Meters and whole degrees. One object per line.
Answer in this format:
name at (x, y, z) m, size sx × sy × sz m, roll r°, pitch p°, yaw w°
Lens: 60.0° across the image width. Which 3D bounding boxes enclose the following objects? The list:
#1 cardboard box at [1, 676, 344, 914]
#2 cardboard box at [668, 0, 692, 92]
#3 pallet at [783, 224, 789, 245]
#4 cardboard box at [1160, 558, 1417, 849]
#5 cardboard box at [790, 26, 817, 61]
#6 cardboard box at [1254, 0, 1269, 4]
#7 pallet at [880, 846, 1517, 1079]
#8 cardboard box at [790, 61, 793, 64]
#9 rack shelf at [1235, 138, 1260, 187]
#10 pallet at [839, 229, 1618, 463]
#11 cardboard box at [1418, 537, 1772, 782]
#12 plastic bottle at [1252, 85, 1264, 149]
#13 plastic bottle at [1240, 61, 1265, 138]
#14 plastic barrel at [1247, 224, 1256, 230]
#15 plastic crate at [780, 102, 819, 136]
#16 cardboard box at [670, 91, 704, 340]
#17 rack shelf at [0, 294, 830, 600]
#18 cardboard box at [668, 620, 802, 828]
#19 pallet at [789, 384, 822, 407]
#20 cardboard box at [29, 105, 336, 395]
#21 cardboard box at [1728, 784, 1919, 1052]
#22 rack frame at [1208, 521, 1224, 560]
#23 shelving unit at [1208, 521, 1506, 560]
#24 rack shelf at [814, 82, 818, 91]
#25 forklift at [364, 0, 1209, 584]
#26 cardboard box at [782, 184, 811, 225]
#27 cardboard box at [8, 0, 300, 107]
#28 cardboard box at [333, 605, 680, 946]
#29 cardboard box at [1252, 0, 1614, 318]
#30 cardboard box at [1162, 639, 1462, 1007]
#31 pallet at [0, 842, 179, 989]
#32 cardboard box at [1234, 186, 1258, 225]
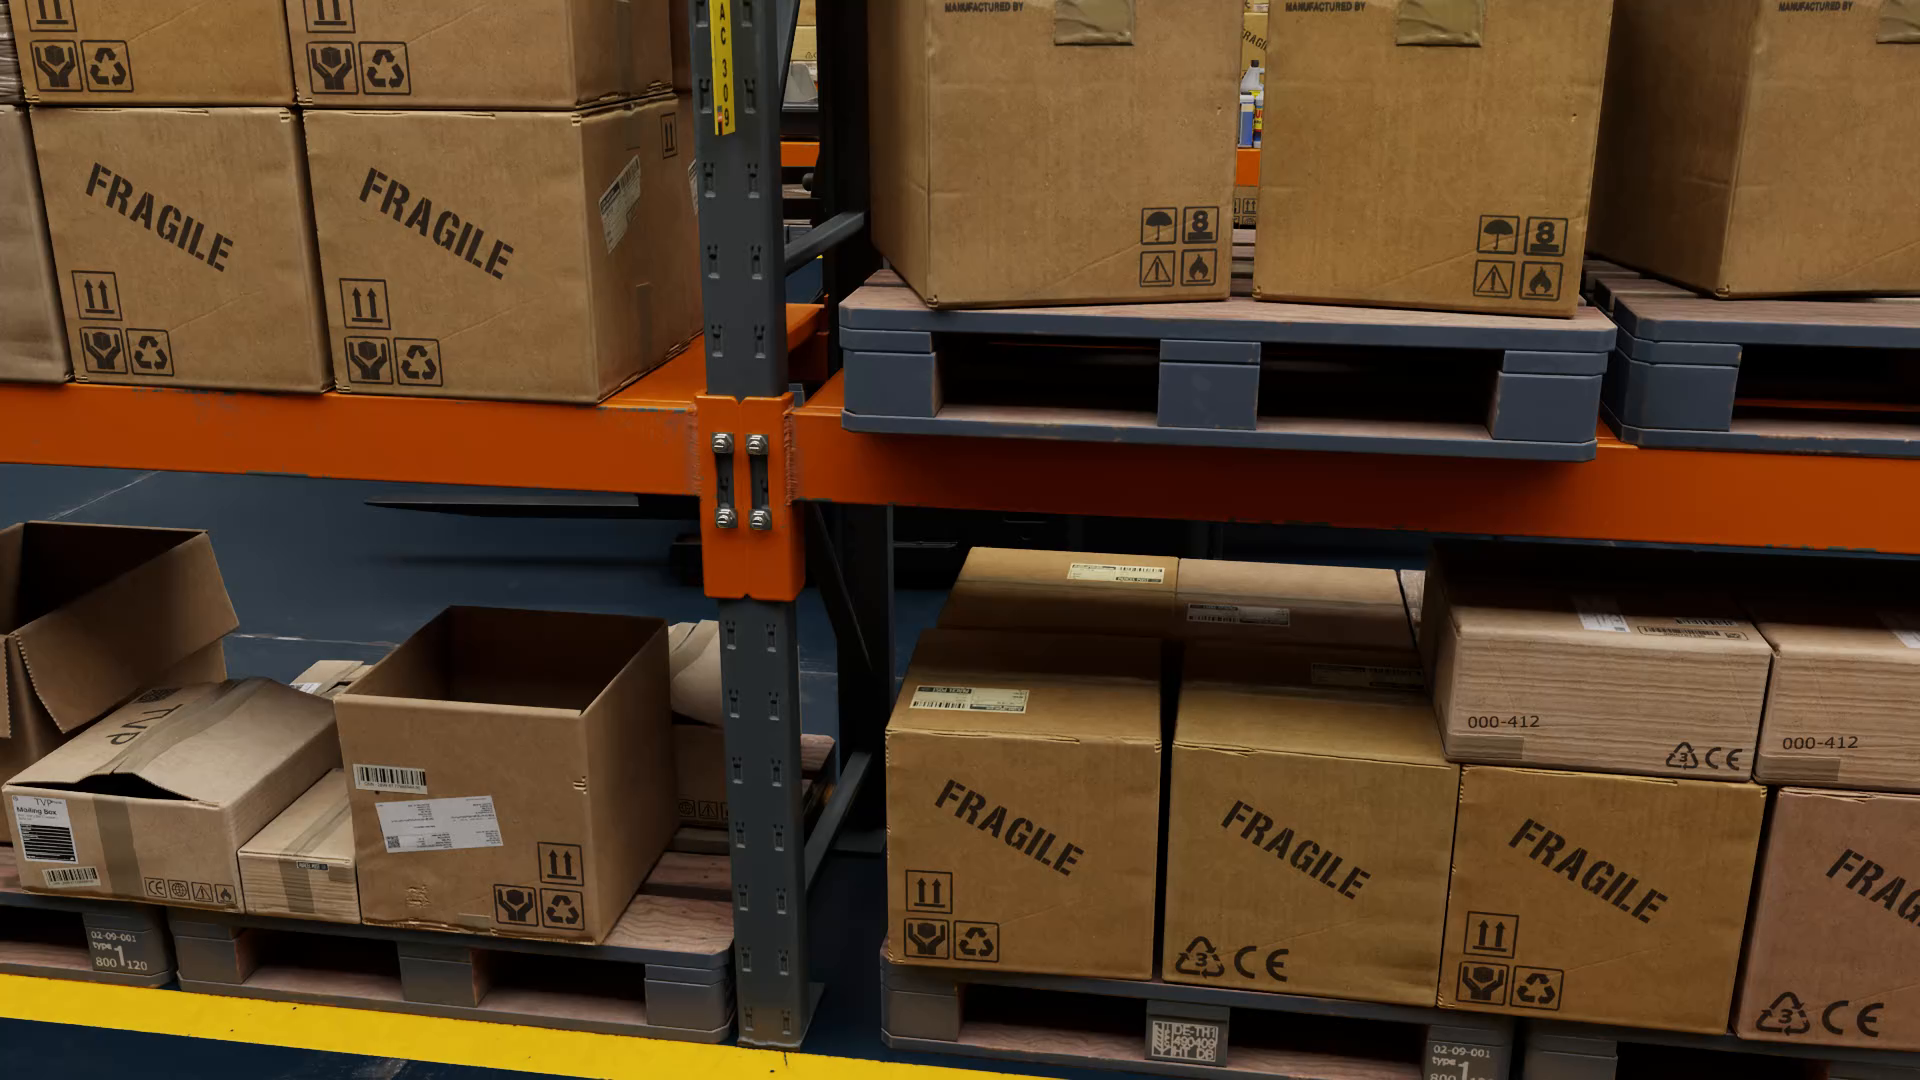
cardboard box at (-1.647, 0.519, 3.570) m, size 0.500 × 0.311 × 0.500 m, roll 3°, pitch 19°, yaw 9°
cardboard box at (-0.720, -1.204, 3.440) m, size 0.500 × 0.500 × 0.500 m, roll 3°, pitch 19°, yaw 10°
pallet at (-1.872, -2.537, 13.552) m, size 1.213 × 0.211 × 1.003 m, roll 3°, pitch 19°, yaw 9°
cardboard box at (0.720, 0.369, 3.719) m, size 0.500 × 0.500 × 0.500 m, roll 3°, pitch 19°, yaw 9°
cardboard box at (-1.233, -3.786, 12.657) m, size 0.500 × 0.250 × 0.500 m, roll 2°, pitch 19°, yaw 7°
cardboard box at (3.007, -5.395, 16.496) m, size 0.250 × 0.149 × 0.380 m, roll 3°, pitch 19°, yaw 9°
pallet at (0.510, 0.781, 3.636) m, size 1.213 × 0.211 × 1.003 m, roll 3°, pitch 19°, yaw 9°
cardboard box at (-1.361, -3.583, 12.681) m, size 0.250 × 0.149 × 0.380 m, roll 3°, pitch 19°, yaw 8°
rack shelf at (2.465, -1.680, 7.731) m, size 4.000 × 0.370 × 1.077 m, roll 3°, pitch 19°, yaw 9°
pallet at (0.472, -0.405, 3.088) m, size 1.213 × 0.211 × 1.003 m, roll 3°, pitch 19°, yaw 9°
cardboard box at (1.127, 0.202, 3.037) m, size 0.500 × 0.250 × 0.500 m, roll 3°, pitch 19°, yaw 9°
plastic bottle at (1.358, -1.885, 7.413) m, size 0.097 × 0.271 × 0.097 m, roll 0°, pitch 18°, yaw 0°
plastic bottle at (1.427, -2.110, 7.959) m, size 0.185 × 0.351 × 0.144 m, roll 3°, pitch 19°, yaw 9°
plastic barrel at (1.724, -1.258, 7.980) m, size 0.708 × 0.901 × 0.600 m, roll 3°, pitch 19°, yaw 9°
plastic crate at (-0.658, -1.992, 7.869) m, size 0.590 × 0.125 × 0.437 m, roll 3°, pitch 19°, yaw 9°
cardboard box at (-0.759, -0.729, 3.596) m, size 0.500 × 0.500 × 0.500 m, roll 3°, pitch 19°, yaw 10°
rack shelf at (-2.274, -0.330, 3.695) m, size 4.000 × 0.370 × 1.077 m, roll 3°, pitch 19°, yaw 9°
cardboard box at (-0.679, 0.407, 3.903) m, size 0.500 × 0.311 × 0.500 m, roll 3°, pitch 19°, yaw 9°
pallet at (-0.242, -0.824, 8.434) m, size 1.213 × 0.211 × 1.003 m, roll 3°, pitch 19°, yaw 9°
cardboard box at (-1.343, -0.588, 3.176) m, size 0.500 × 0.500 × 0.500 m, roll 3°, pitch 19°, yaw 10°
cardboard box at (1.660, 0.584, 3.078) m, size 0.500 × 0.500 × 0.500 m, roll 2°, pitch 19°, yaw 7°
rack frame at (0.952, -0.538, 6.139) m, size 0.032 × 1.125 × 0.500 m, roll 1°, pitch 19°, yaw 2°
shelving unit at (1.460, -0.532, 6.120) m, size 1.048 × 1.125 × 0.538 m, roll 1°, pitch 19°, yaw 2°
rack shelf at (-0.699, -3.433, 12.970) m, size 4.000 × 0.370 × 1.077 m, roll 3°, pitch 19°, yaw 9°
forklift at (-0.629, -1.399, 5.864) m, size 3.031 × 2.935 × 1.130 m, roll 1°, pitch 19°, yaw 2°
cardboard box at (-1.130, -3.014, 13.269) m, size 0.875 × 0.875 × 0.875 m, roll 3°, pitch 19°, yaw 9°
cardboard box at (-1.346, -1.061, 3.014) m, size 0.500 × 0.500 × 0.500 m, roll 3°, pitch 19°, yaw 8°
cardboard box at (-0.907, 0.467, 3.427) m, size 0.500 × 0.500 × 0.500 m, roll 3°, pitch 19°, yaw 9°
cardboard box at (0.822, -0.708, 2.873) m, size 0.500 × 0.500 × 0.700 m, roll 6°, pitch 19°, yaw 17°
cardboard box at (0.668, 0.531, 3.236) m, size 0.500 × 0.500 × 0.500 m, roll 3°, pitch 19°, yaw 9°
pallet at (-2.185, 0.657, 4.008) m, size 1.213 × 0.211 × 1.003 m, roll 3°, pitch 19°, yaw 9°
cardboard box at (1.911, -2.839, 12.748) m, size 0.875 × 0.875 × 1.225 m, roll 3°, pitch 19°, yaw 9°
